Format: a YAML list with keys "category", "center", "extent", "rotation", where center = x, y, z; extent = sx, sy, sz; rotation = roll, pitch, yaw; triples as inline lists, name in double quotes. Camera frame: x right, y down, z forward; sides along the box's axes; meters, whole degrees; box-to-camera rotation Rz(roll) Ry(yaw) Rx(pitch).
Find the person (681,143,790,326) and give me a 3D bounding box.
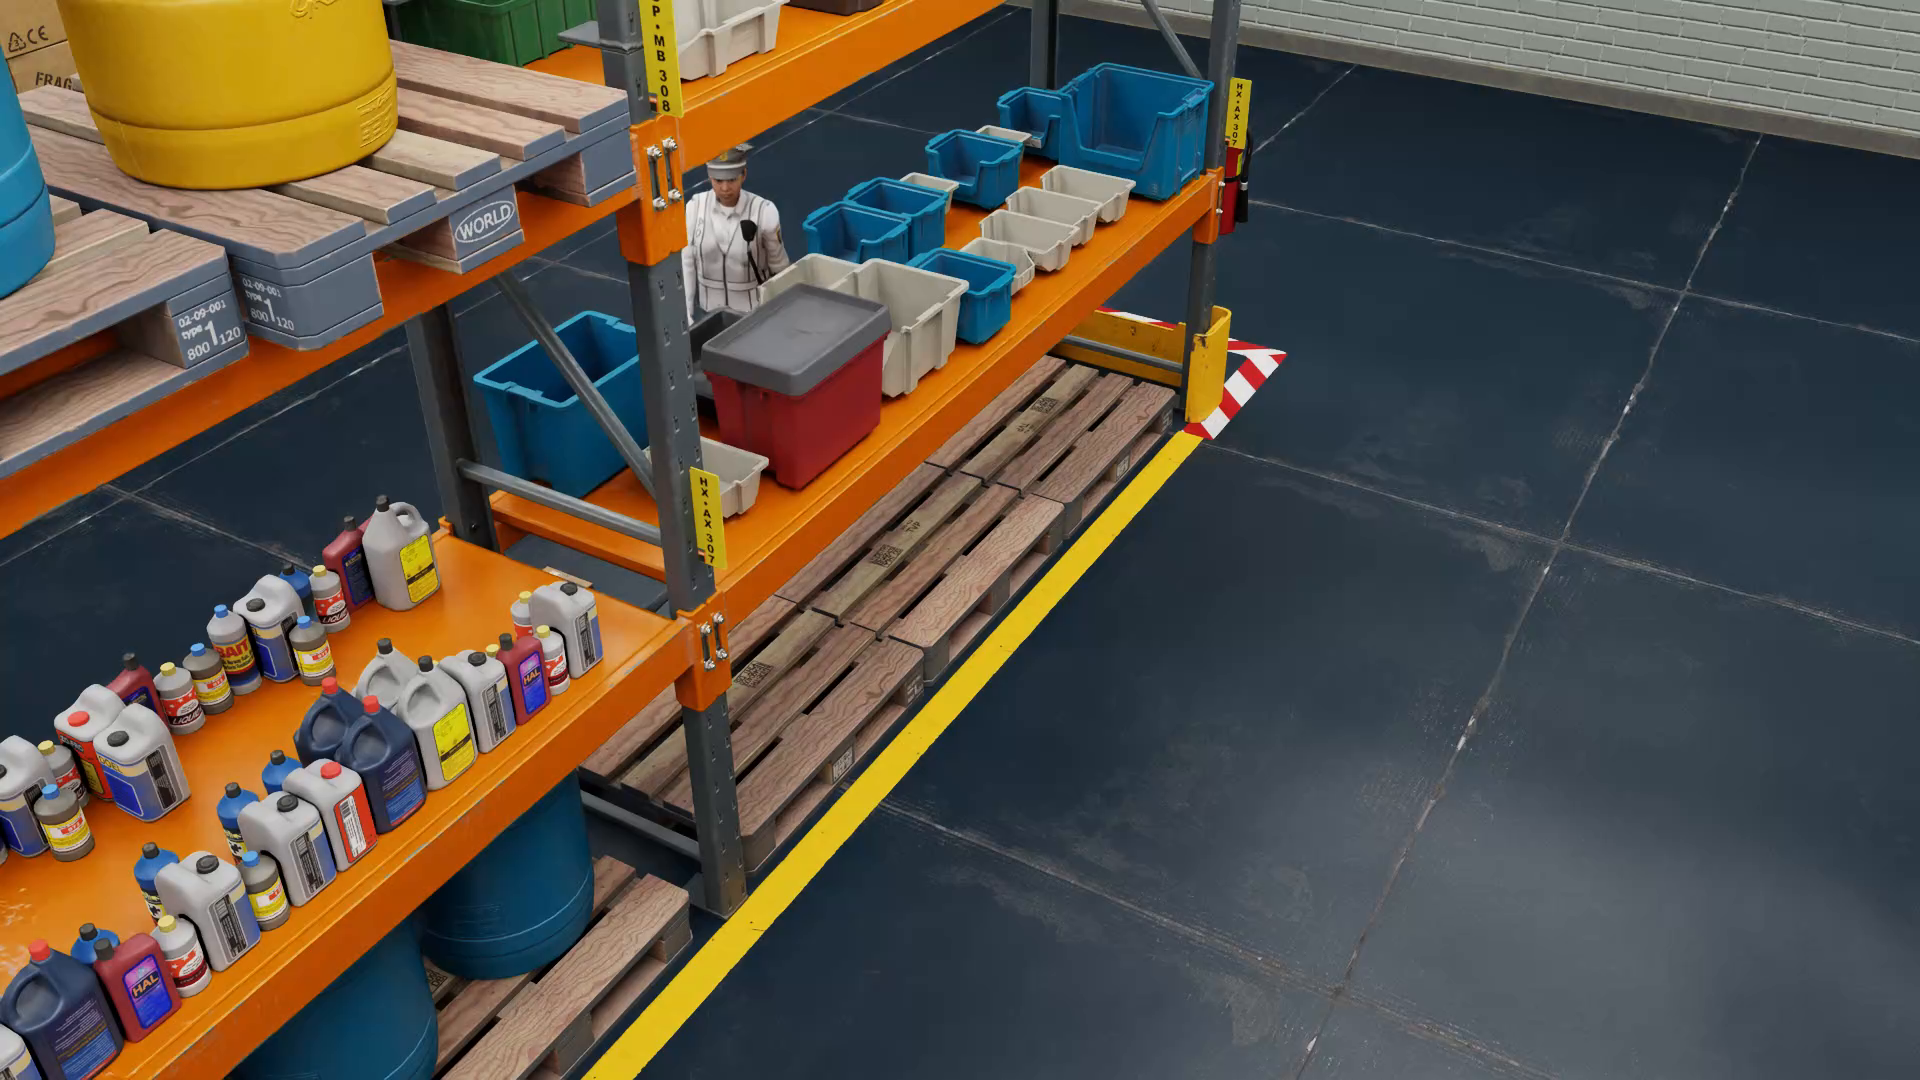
- category: "person"
  center: [-1.038, -1.113, 7.753]
  extent: [0.484, 1.621, 1.011]
  rotation: [7, 35, 10]
